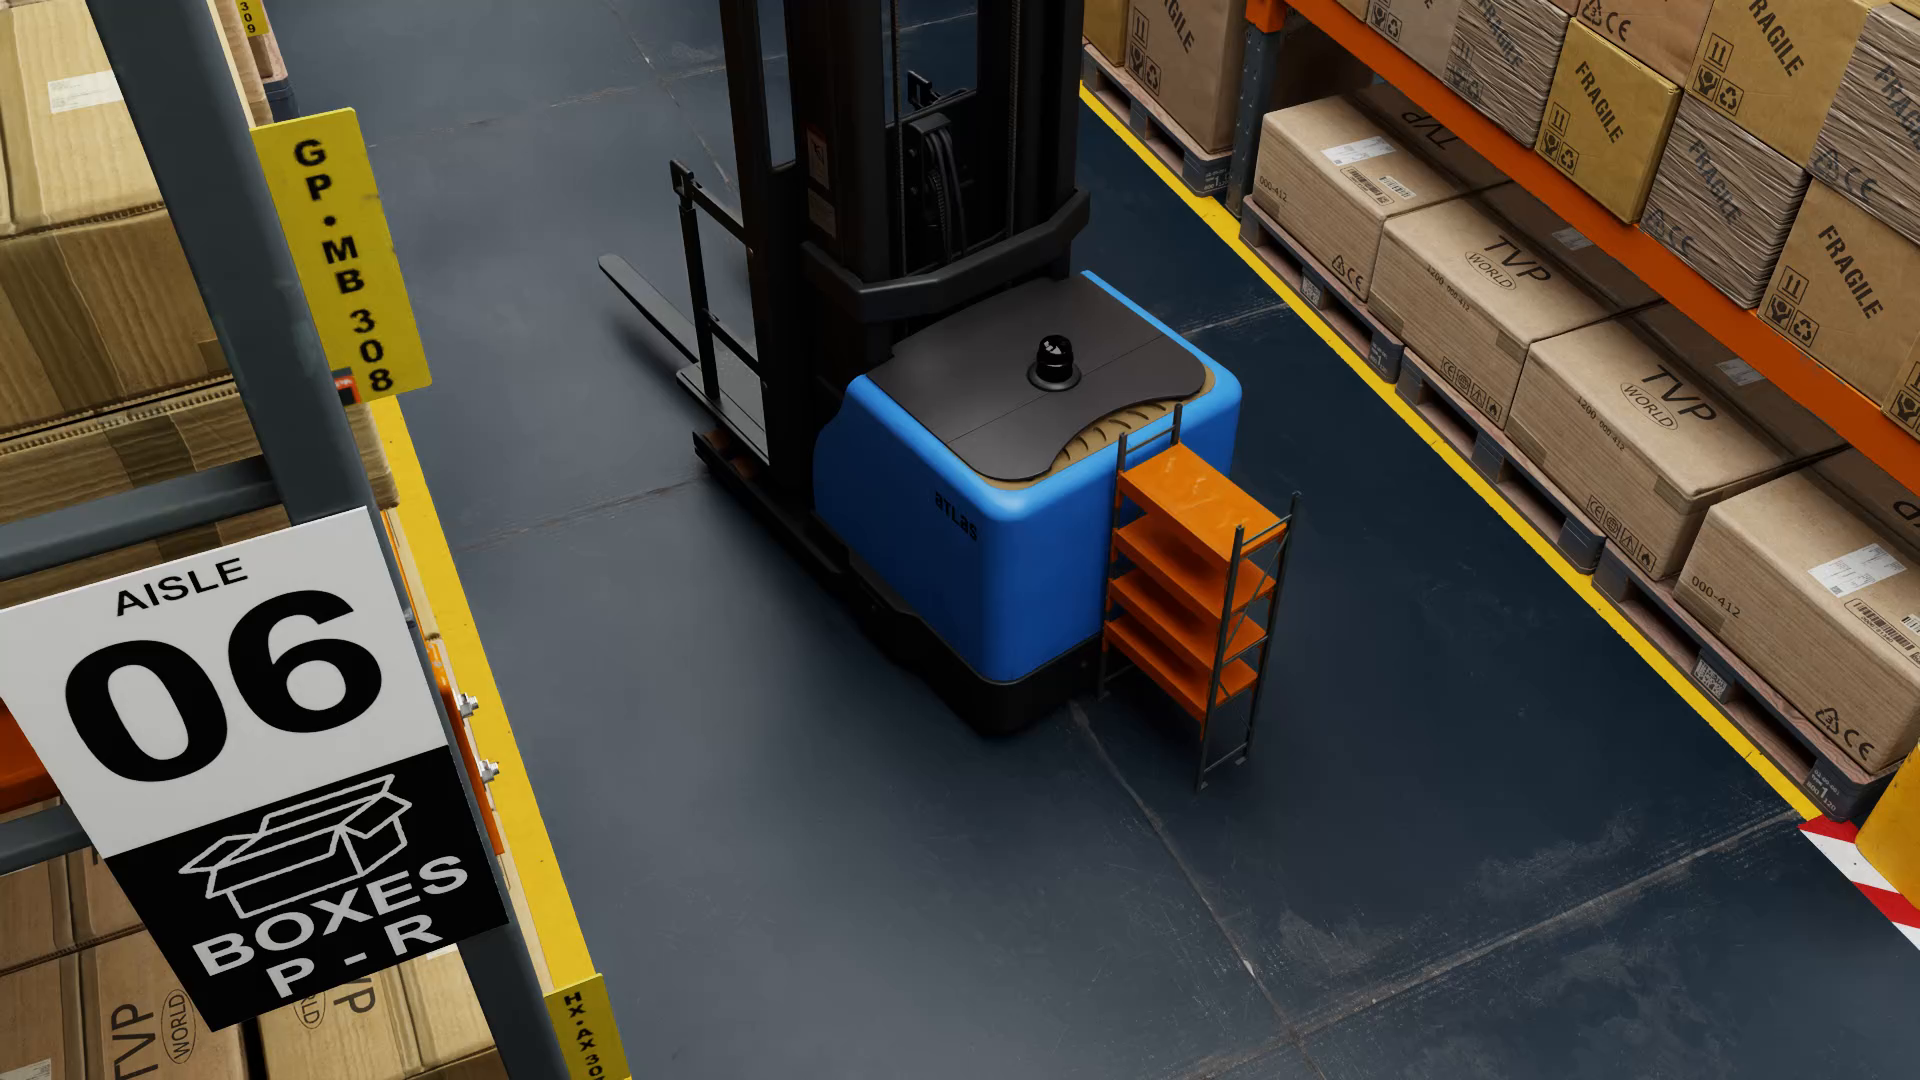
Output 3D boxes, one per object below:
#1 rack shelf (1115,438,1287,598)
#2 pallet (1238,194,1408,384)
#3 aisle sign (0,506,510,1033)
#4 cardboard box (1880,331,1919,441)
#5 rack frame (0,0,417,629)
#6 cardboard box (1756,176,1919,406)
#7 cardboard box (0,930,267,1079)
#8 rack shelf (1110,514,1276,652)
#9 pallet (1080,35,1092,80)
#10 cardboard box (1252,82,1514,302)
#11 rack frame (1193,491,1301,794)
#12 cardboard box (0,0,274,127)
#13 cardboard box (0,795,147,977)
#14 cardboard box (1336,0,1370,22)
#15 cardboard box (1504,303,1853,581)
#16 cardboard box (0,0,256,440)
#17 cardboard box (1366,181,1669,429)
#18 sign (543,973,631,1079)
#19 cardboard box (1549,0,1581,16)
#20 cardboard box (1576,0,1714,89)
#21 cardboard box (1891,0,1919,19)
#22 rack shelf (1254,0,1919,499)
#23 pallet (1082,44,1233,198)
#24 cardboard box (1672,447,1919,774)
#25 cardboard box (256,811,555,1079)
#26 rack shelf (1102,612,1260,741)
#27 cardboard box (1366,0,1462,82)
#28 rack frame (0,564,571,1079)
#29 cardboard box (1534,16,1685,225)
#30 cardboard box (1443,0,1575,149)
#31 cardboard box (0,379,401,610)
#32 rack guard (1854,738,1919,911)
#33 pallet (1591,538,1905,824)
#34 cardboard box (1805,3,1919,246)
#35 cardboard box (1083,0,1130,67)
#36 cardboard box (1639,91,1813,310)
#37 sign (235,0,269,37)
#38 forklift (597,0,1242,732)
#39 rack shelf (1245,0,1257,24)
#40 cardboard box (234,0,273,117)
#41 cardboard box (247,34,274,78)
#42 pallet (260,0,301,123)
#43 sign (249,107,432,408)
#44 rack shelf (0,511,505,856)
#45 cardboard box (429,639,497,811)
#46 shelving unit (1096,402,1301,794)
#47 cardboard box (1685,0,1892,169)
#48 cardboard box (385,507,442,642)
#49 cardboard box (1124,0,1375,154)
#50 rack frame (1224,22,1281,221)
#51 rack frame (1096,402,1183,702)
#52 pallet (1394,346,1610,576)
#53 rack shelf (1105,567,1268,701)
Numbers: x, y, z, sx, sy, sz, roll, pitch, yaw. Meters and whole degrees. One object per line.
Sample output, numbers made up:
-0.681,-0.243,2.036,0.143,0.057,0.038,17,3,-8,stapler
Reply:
0.712,-0.072,4.910,0.258,0.148,0.480,-28,51,-26,rack shelf
1.974,-1.244,7.361,1.003,0.211,1.213,-18,47,-17,pallet
-0.799,0.304,1.955,0.394,0.787,0.004,-18,47,-17,aisle sign
2.965,-0.460,4.510,0.500,0.500,0.500,-18,47,-17,cardboard box
-1.094,-0.863,0.717,1.000,3.000,0.127,-18,47,-17,rack frame
2.767,-0.785,4.838,0.500,0.500,0.500,-19,48,-18,cardboard box
-1.529,1.005,2.990,0.500,0.250,0.500,-17,47,-16,cardboard box
0.712,0.096,5.076,0.258,0.148,0.480,-28,51,-26,rack shelf
0.816,-3.000,9.140,1.003,0.211,1.213,-18,47,-17,pallet
1.892,-1.550,7.211,0.875,0.438,0.875,-19,48,-18,cardboard box
0.860,0.344,5.047,0.240,1.200,0.015,-28,51,-26,rack frame
-1.250,-0.712,2.239,0.500,0.250,0.500,-18,47,-18,cardboard box
-1.744,0.676,3.324,0.500,0.250,0.500,-18,47,-17,cardboard box
1.685,-2.404,6.479,0.500,0.500,0.500,-17,47,-16,cardboard box
2.647,-0.405,6.050,0.875,0.438,0.875,-17,47,-16,cardboard box
-1.053,-0.382,1.905,0.500,0.250,0.500,-19,48,-18,cardboard box
2.269,-0.980,6.633,0.875,0.438,0.875,-19,48,-19,cardboard box
-0.602,0.804,2.683,0.100,0.325,0.005,-18,47,-17,sign
2.118,-2.108,5.467,0.500,0.500,0.500,-17,47,-17,cardboard box
2.328,-1.786,5.141,0.500,0.500,0.500,-18,47,-18,cardboard box
2.693,-1.455,4.344,0.380,0.149,0.250,-17,47,-17,cardboard box
2.567,-1.214,5.857,1.077,0.370,4.000,-18,47,-17,rack shelf
1.333,-2.221,8.351,1.003,0.211,1.213,-18,47,-17,pallet
3.039,0.176,5.461,0.875,0.438,0.875,-20,48,-19,cardboard box
-1.041,0.851,3.146,0.500,0.250,0.500,-18,47,-17,cardboard box
0.712,0.396,5.372,0.258,0.148,0.480,-28,51,-26,rack shelf
1.893,-2.082,6.153,0.500,0.500,0.500,-18,47,-17,cardboard box
-1.094,1.273,2.825,1.000,3.000,0.127,-18,47,-17,rack frame
2.313,-1.435,5.497,0.500,0.500,0.500,-17,47,-16,cardboard box
2.097,-1.763,5.830,0.500,0.500,0.500,-18,47,-17,cardboard box
-1.033,-0.211,2.088,0.500,0.250,0.500,-19,48,-18,cardboard box
3.418,0.709,5.175,1.175,0.500,0.348,-18,47,-17,rack guard
3.000,0.311,5.785,1.003,0.211,1.213,-18,47,-17,pallet
2.742,-1.148,4.495,0.500,0.500,0.500,-18,47,-17,cardboard box
1.006,-3.083,8.452,0.875,0.875,0.875,-17,47,-16,cardboard box
2.542,-1.110,5.168,0.500,0.500,0.500,-17,47,-16,cardboard box
-2.287,-1.750,5.271,0.100,0.325,0.005,-18,47,-17,sign
-0.382,-1.396,5.578,1.130,2.935,3.031,-28,51,-26,forklift
0.885,-3.763,8.440,1.077,0.370,4.000,-18,47,-17,rack shelf
-1.469,-0.859,2.744,0.500,0.250,0.500,-19,48,-19,cardboard box
-2.777,-1.836,5.605,0.700,0.500,0.500,-17,47,-16,cardboard box
-3.013,-1.750,6.024,1.003,0.211,1.213,-18,47,-17,pallet
-0.602,-0.267,1.627,0.100,0.325,0.005,-18,47,-17,sign
-1.935,-0.814,3.315,1.077,0.370,4.000,-18,47,-17,rack shelf
-1.253,0.530,3.472,0.500,0.250,0.500,-18,47,-17,cardboard box
0.712,0.207,5.186,0.258,1.200,0.503,-28,51,-26,shelving unit
2.537,-1.465,4.816,0.500,0.500,0.500,-18,47,-18,cardboard box
-1.469,0.208,3.798,0.500,0.250,0.500,-19,48,-18,cardboard box
1.392,-2.509,7.871,0.875,0.875,0.875,-17,47,-16,cardboard box
1.726,-2.745,6.896,1.000,3.000,0.127,-18,47,-17,rack frame
0.565,0.071,5.324,0.240,1.200,0.015,-28,51,-26,rack frame
2.491,-0.466,6.572,1.003,0.211,1.213,-18,47,-17,pallet
0.712,0.255,5.233,0.258,0.148,0.480,-28,51,-26,rack shelf
